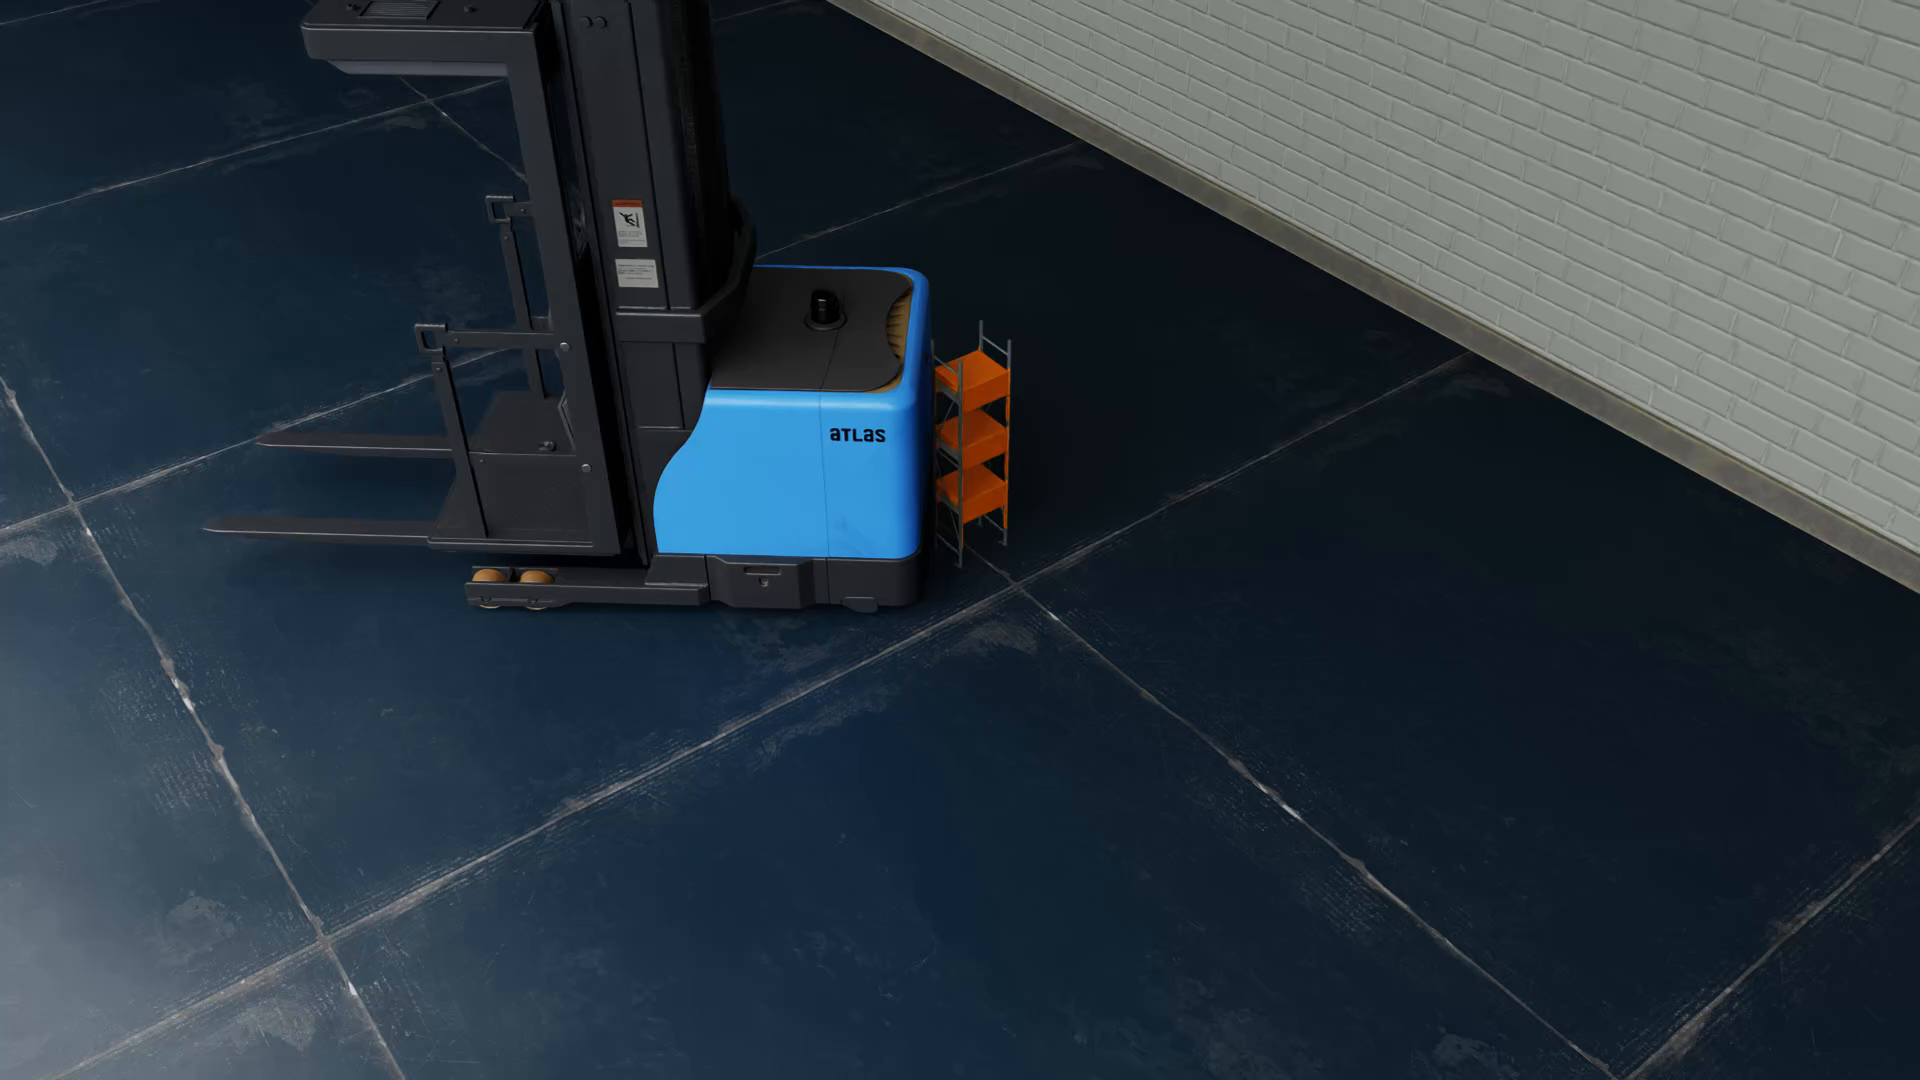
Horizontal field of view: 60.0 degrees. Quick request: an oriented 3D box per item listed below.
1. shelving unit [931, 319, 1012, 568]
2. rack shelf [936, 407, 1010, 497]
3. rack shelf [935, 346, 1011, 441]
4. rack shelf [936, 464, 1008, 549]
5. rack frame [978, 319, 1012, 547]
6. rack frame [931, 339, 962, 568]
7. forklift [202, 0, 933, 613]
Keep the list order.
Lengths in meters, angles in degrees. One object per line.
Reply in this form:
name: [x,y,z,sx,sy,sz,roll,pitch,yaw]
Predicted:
shelving unit: [0.044,-0.382,6.888,0.252,1.050,0.215,-25,46,-28]
rack shelf: [0.044,-0.374,6.894,0.240,0.259,0.215,-25,46,-28]
rack shelf: [0.044,-0.593,6.714,0.240,0.259,0.215,-25,46,-28]
rack shelf: [0.044,-0.159,7.071,0.240,0.259,0.215,-25,46,-28]
rack frame: [0.142,-0.428,6.944,0.008,1.050,0.200,-25,46,-28]
rack frame: [-0.053,-0.335,6.831,0.008,1.050,0.200,-25,46,-28]
forklift: [-1.646,-1.178,6.375,3.031,2.935,1.130,2,39,2]
